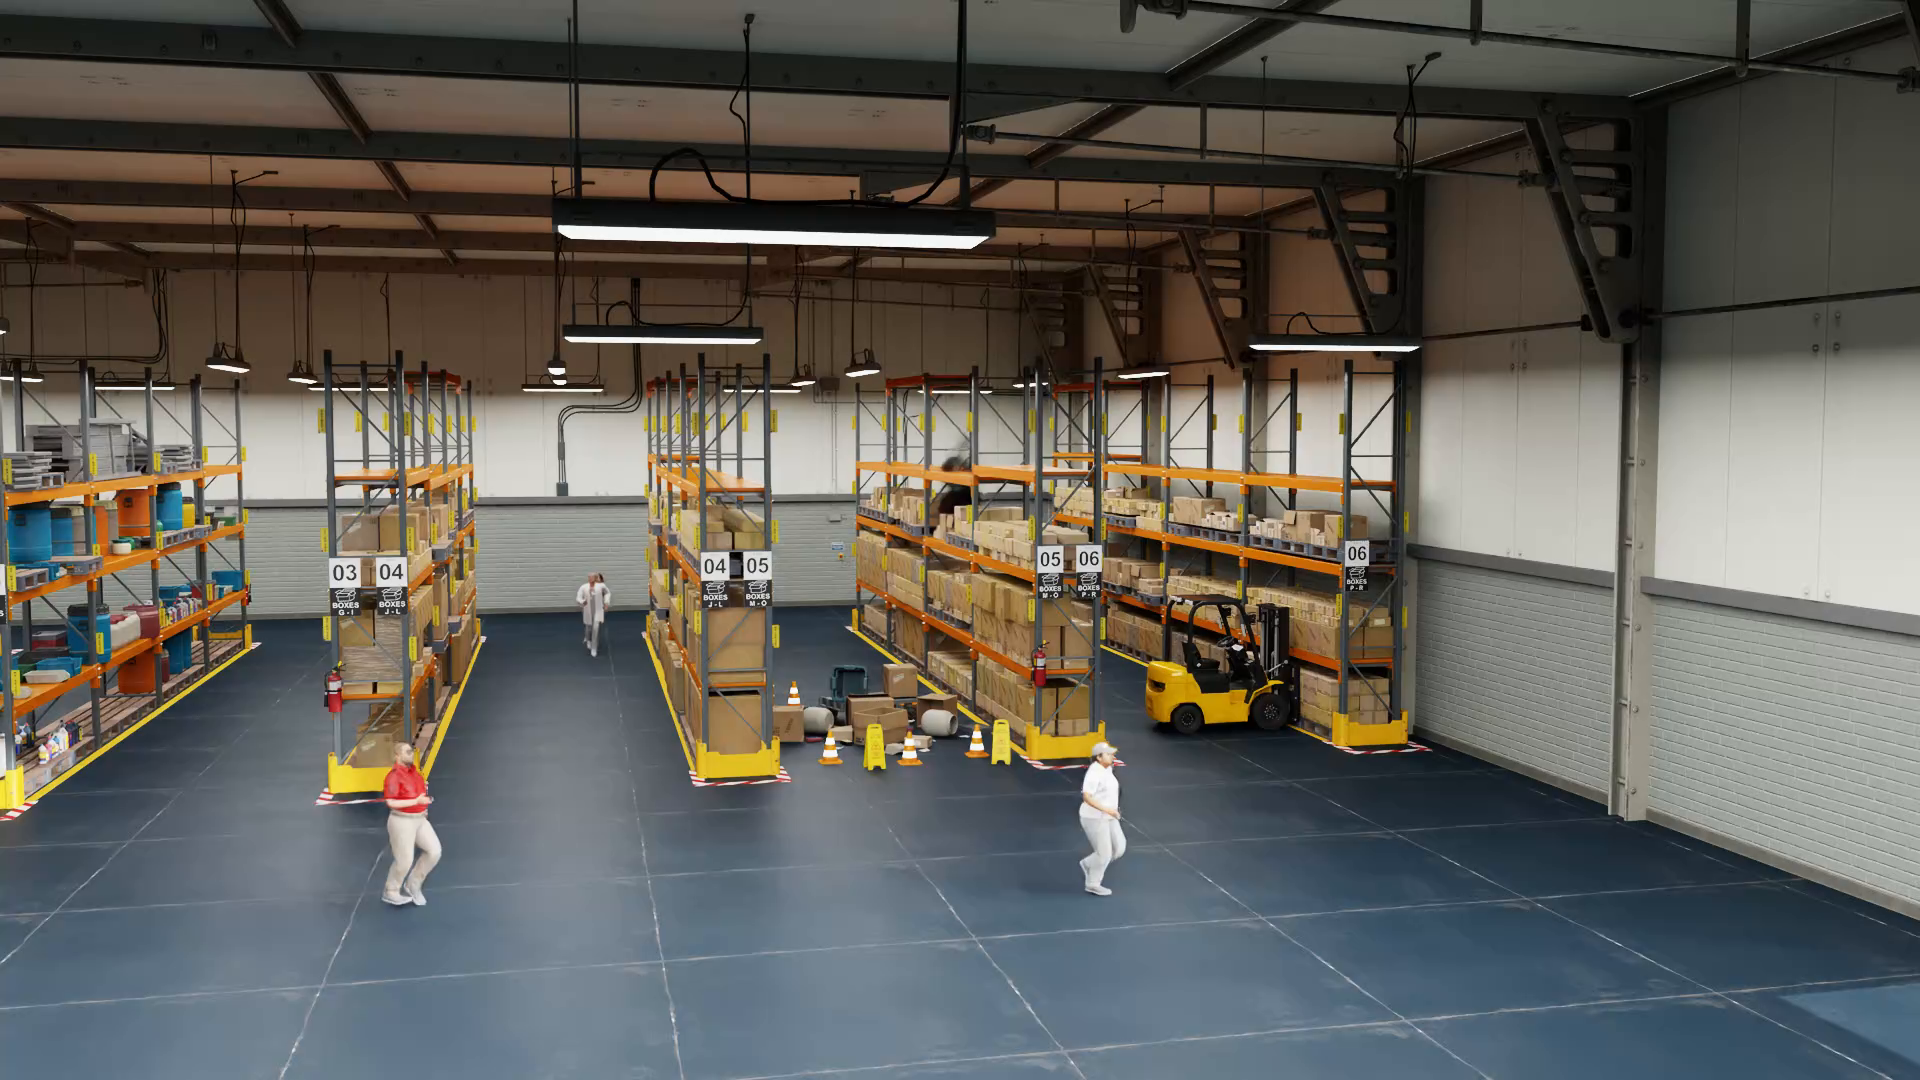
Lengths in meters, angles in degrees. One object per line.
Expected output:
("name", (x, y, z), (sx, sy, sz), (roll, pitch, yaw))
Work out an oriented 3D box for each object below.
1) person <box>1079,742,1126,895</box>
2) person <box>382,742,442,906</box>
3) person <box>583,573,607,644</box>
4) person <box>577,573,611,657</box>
("person", (1.502, 2.958, 17.697), (0.527, 1.629, 0.621), (2, 4, 26))
("person", (-5.663, 2.963, 17.201), (0.676, 1.754, 0.643), (1, 4, 17))
("person", (-8.377, 1.562, 38.305), (0.583, 1.627, 0.701), (-1, 4, -8))
("person", (-7.985, 1.594, 36.257), (0.718, 1.791, 1.045), (0, 4, -5))
